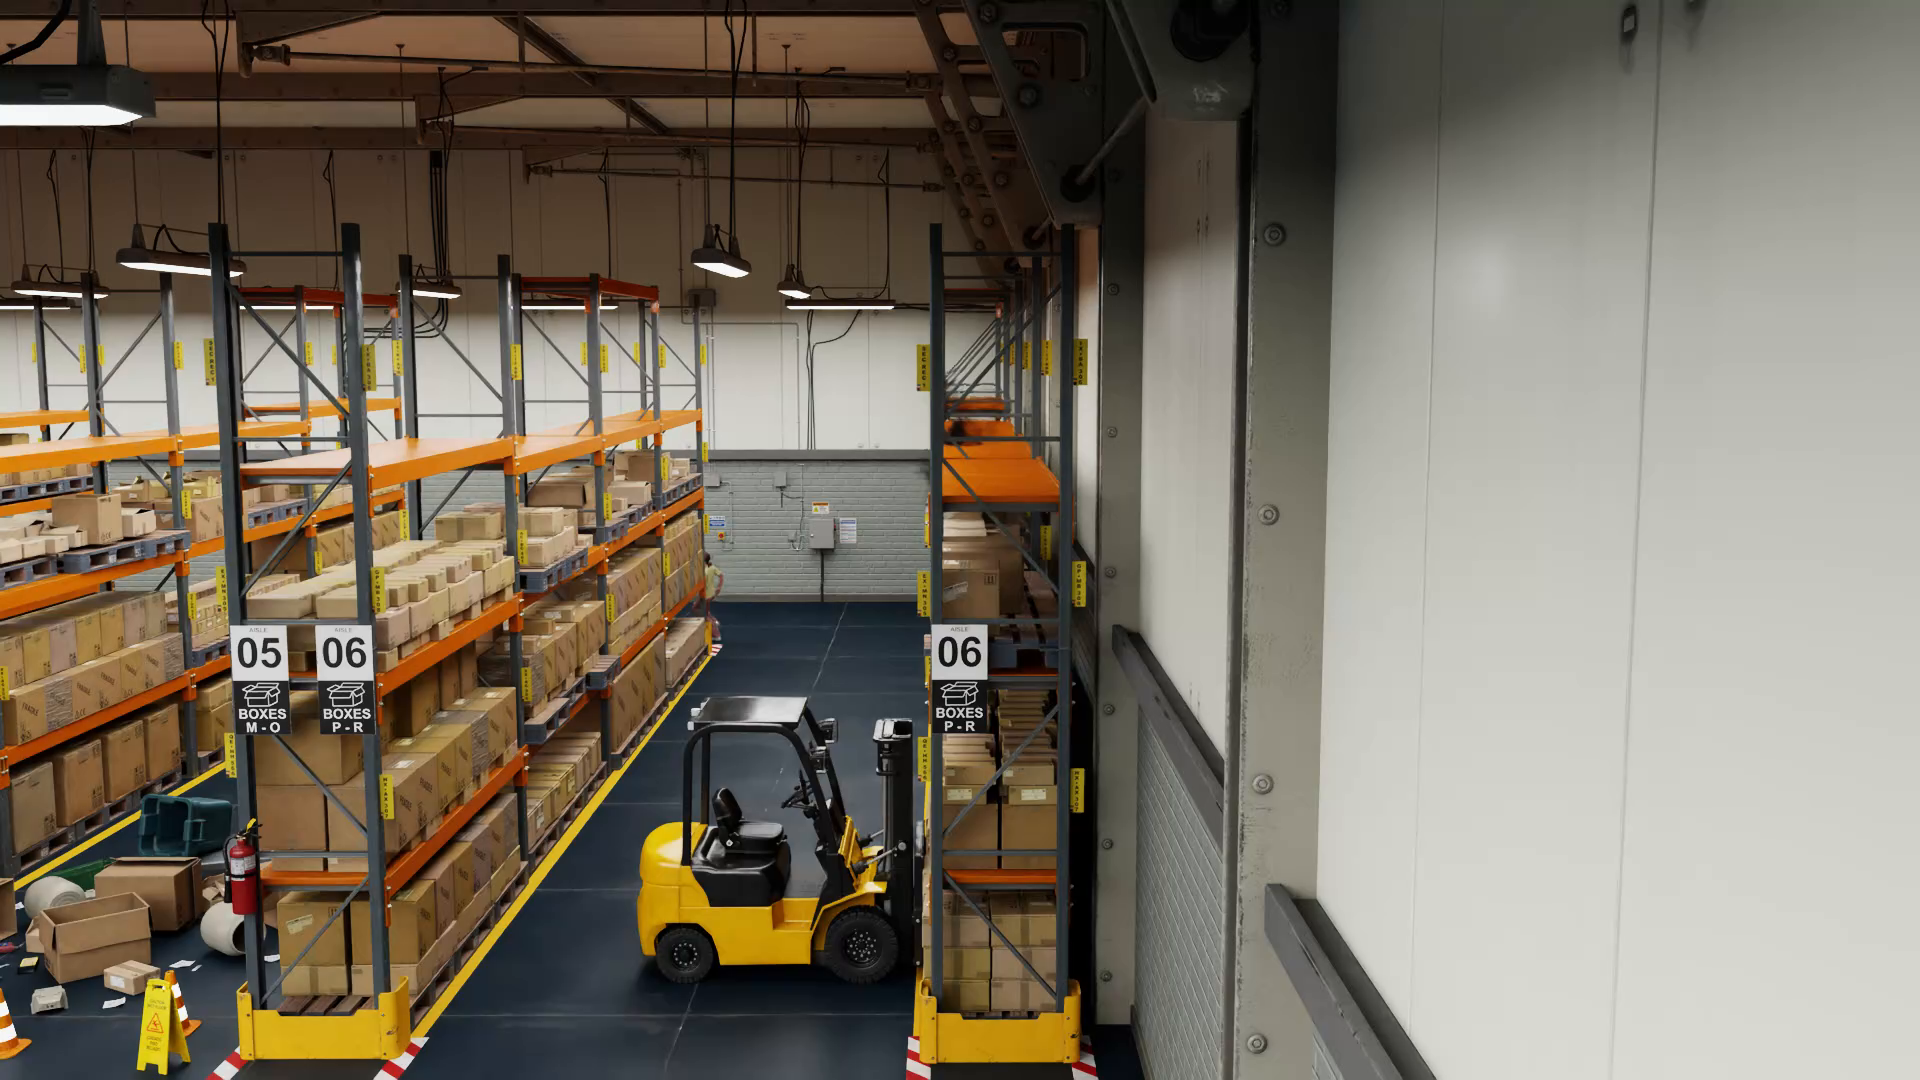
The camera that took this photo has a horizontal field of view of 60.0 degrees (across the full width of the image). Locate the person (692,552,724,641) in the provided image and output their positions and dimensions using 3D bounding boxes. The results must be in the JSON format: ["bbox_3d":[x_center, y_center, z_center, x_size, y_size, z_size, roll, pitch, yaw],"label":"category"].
[{"bbox_3d":[-4.491,0.980,29.031,0.559,1.600,0.601,3,7,23],"label":"person"}]
